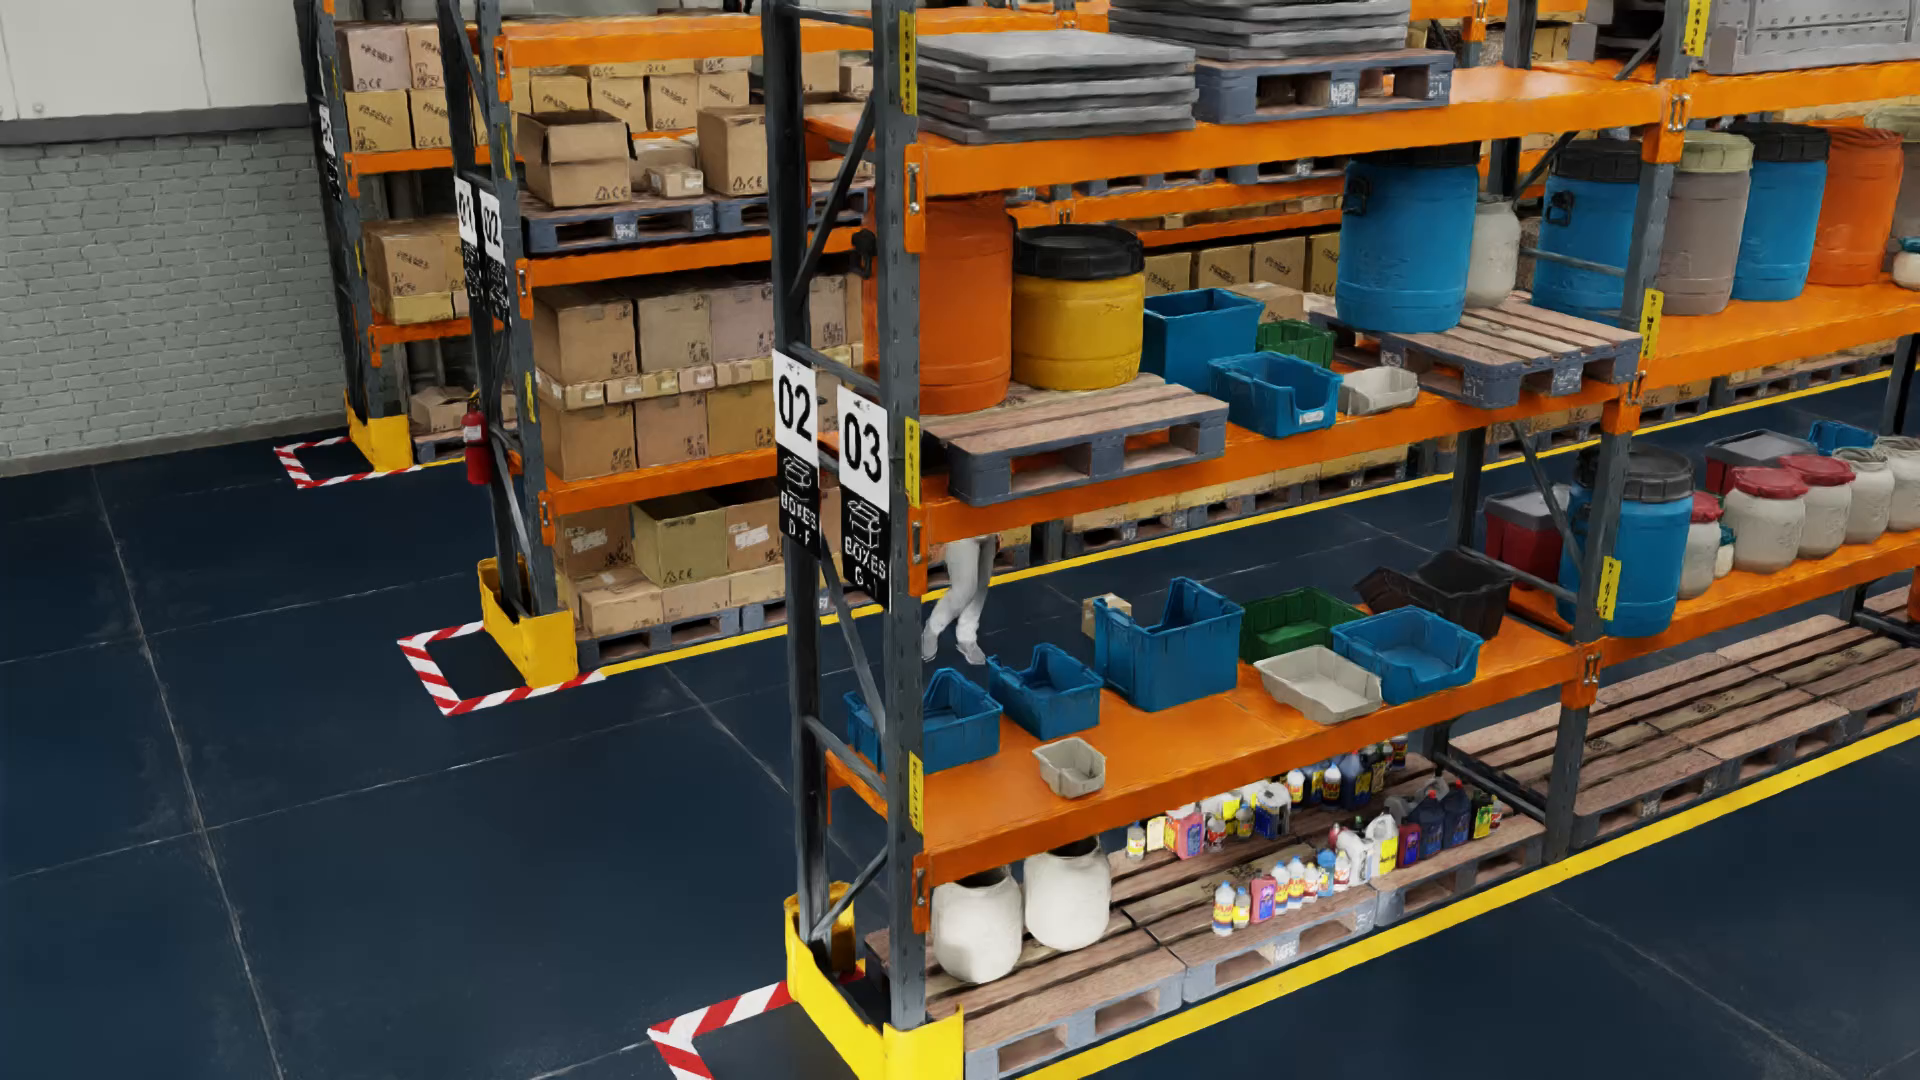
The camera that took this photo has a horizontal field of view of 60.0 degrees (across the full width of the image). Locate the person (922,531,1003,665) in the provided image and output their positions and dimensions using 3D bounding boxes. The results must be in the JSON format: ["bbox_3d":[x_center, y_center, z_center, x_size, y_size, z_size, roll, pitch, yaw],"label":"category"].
[{"bbox_3d":[0.056,-0.032,11.145,0.706,1.749,0.450,-19,29,-40],"label":"person"}]
